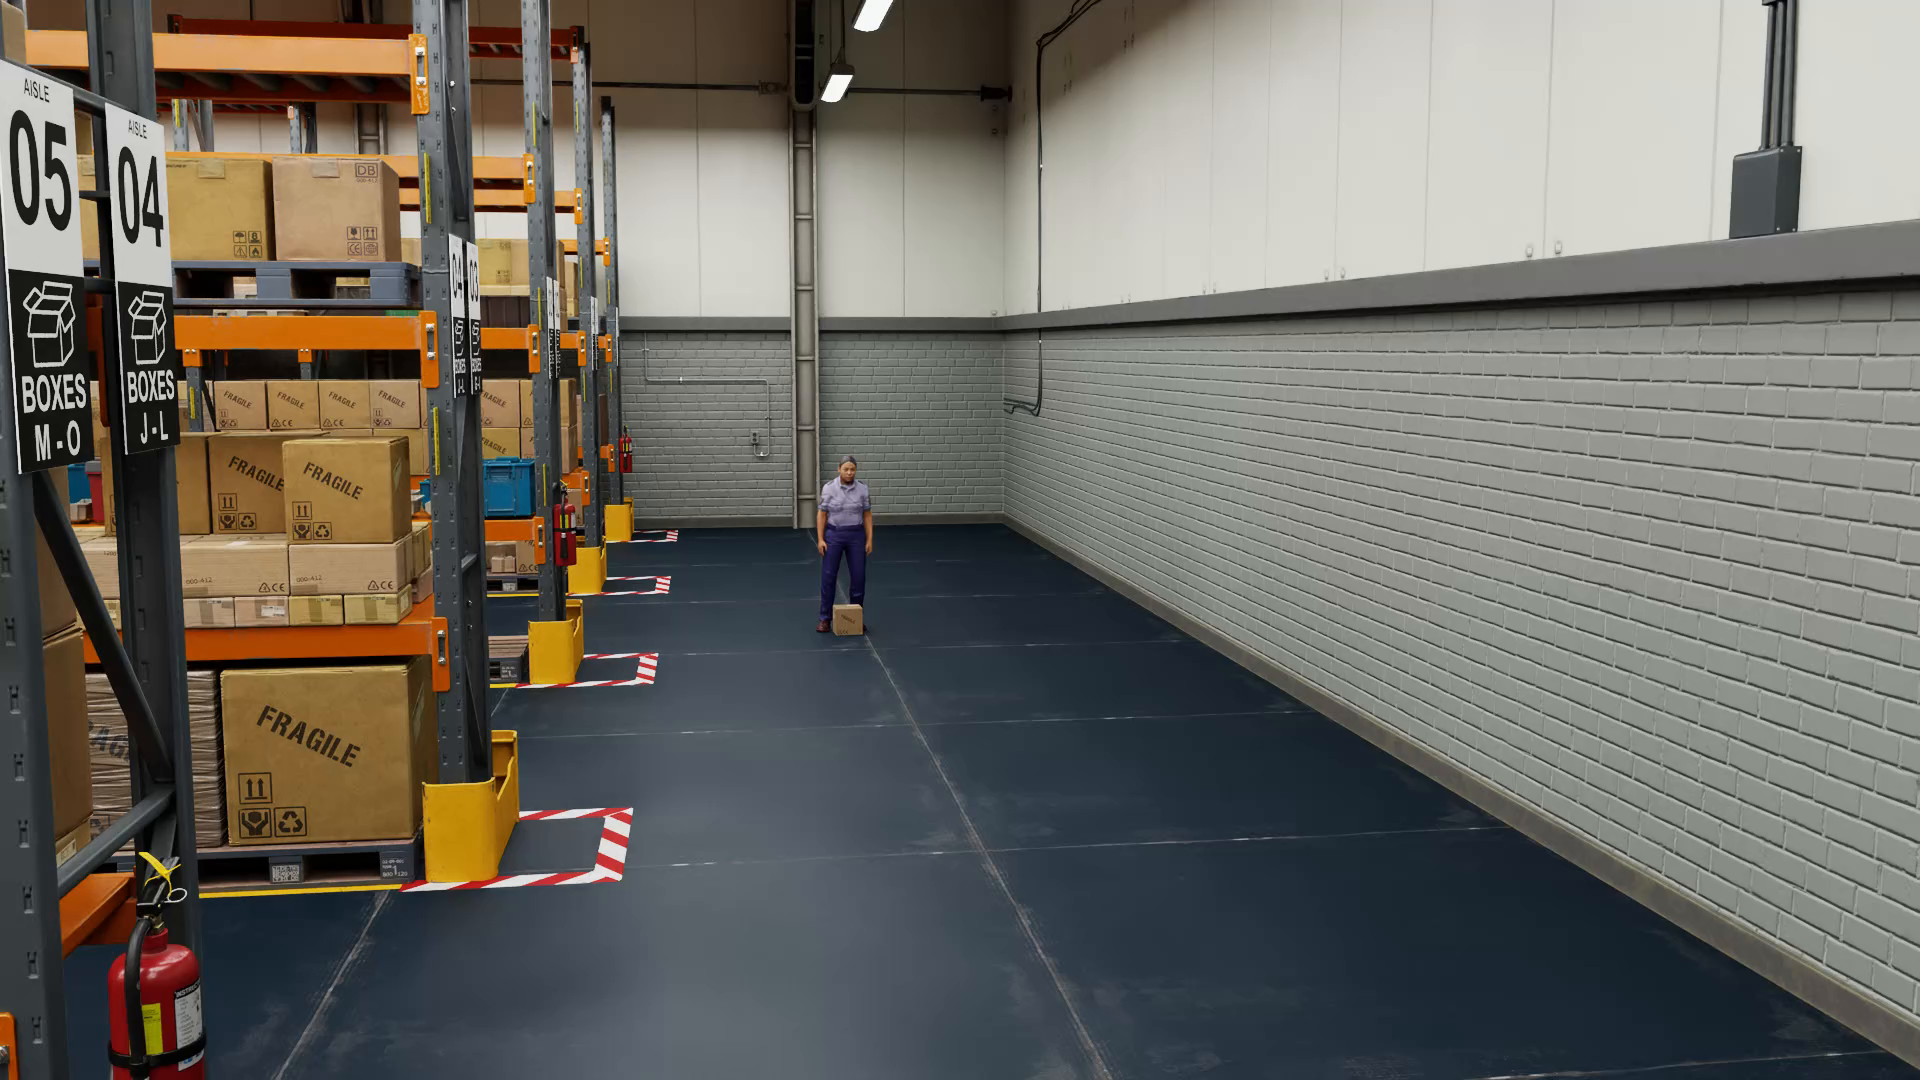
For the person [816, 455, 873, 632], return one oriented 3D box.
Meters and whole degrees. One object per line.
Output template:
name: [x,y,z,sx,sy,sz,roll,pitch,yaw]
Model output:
person: [-1.096,0.023,15.676,0.564,1.652,0.369,-1,7,-12]
